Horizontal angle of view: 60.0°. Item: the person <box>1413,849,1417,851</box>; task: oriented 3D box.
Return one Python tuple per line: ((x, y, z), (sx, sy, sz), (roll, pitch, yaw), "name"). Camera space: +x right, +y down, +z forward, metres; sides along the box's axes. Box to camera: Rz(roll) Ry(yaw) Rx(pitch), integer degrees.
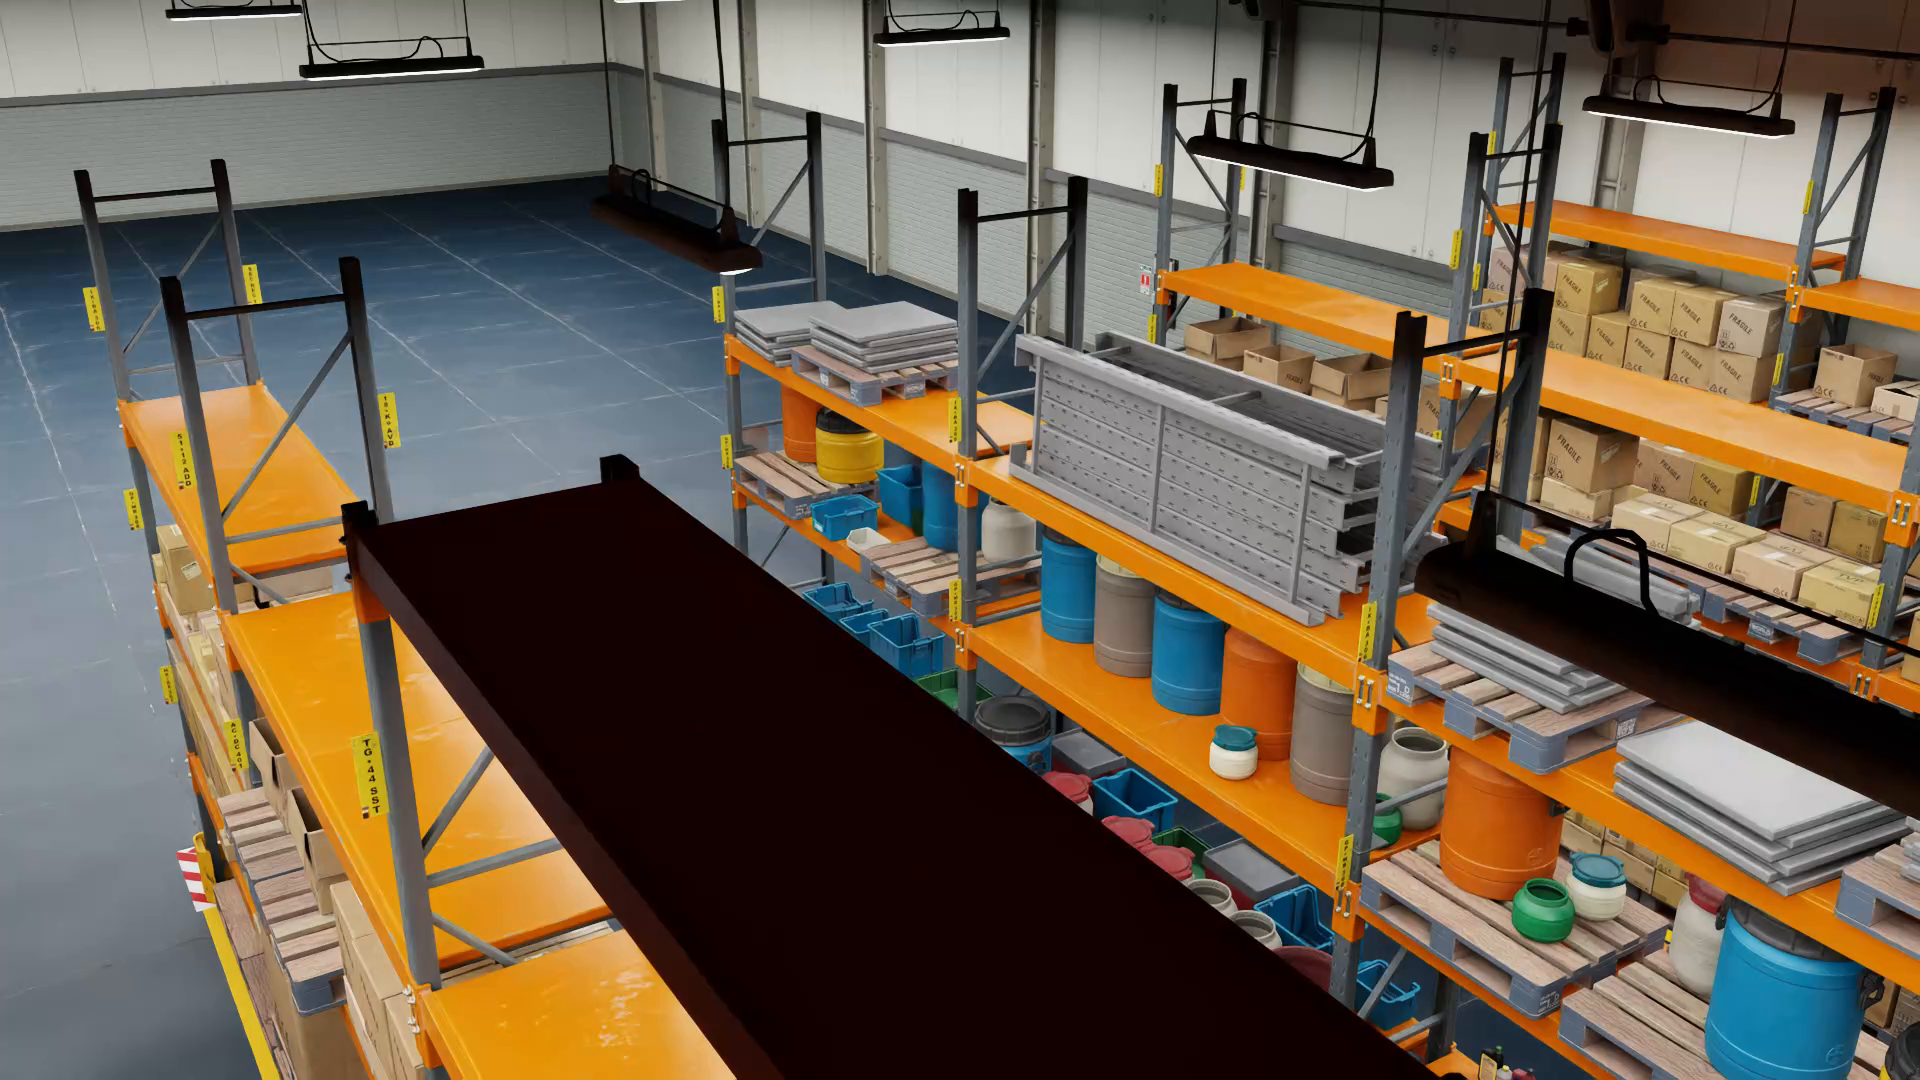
((4.113, 2.221, 13.627), (0.425, 1.622, 1.019), (-18, 28, -38), "person")
